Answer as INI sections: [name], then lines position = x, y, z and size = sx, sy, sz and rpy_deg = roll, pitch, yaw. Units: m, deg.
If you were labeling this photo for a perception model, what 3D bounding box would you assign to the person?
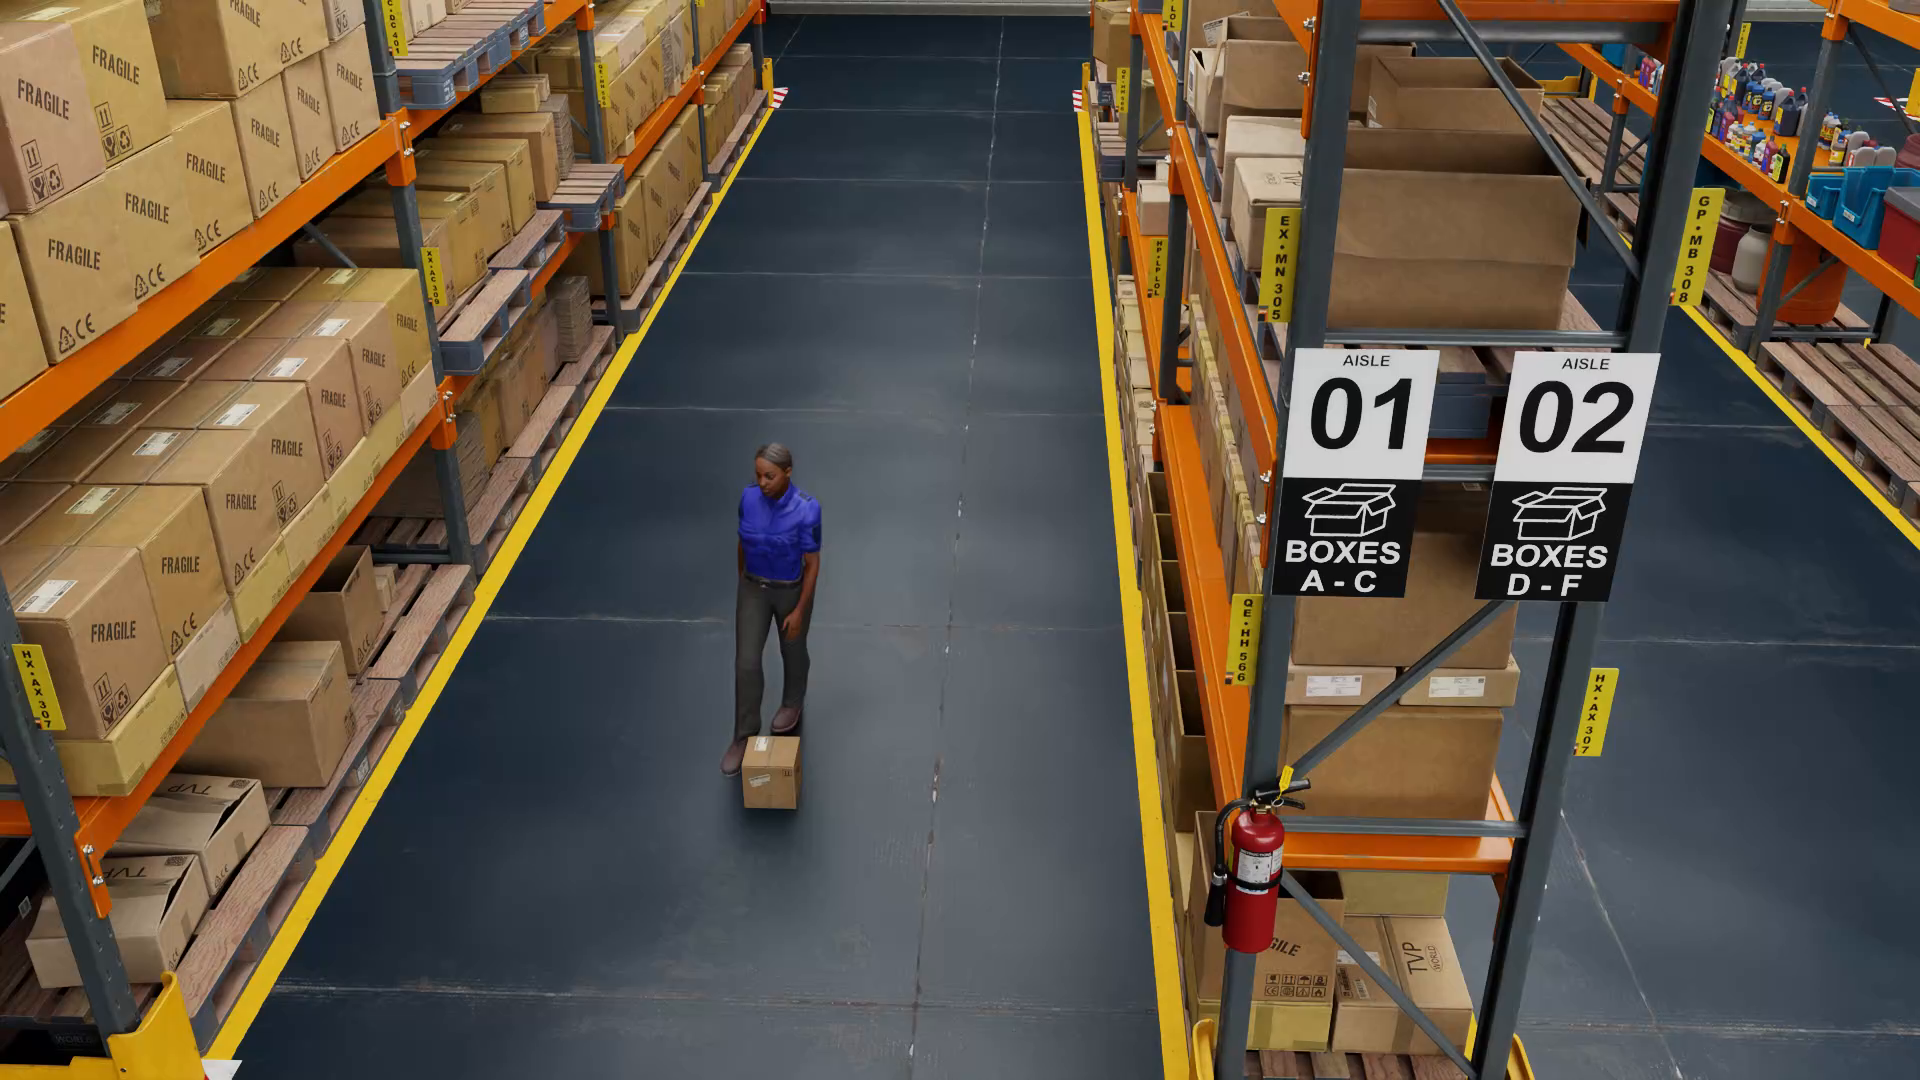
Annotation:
[person]
position = -0.906, 0.305, 8.053
size = 0.492, 1.670, 0.665
rpy_deg = 6, 29, 11
